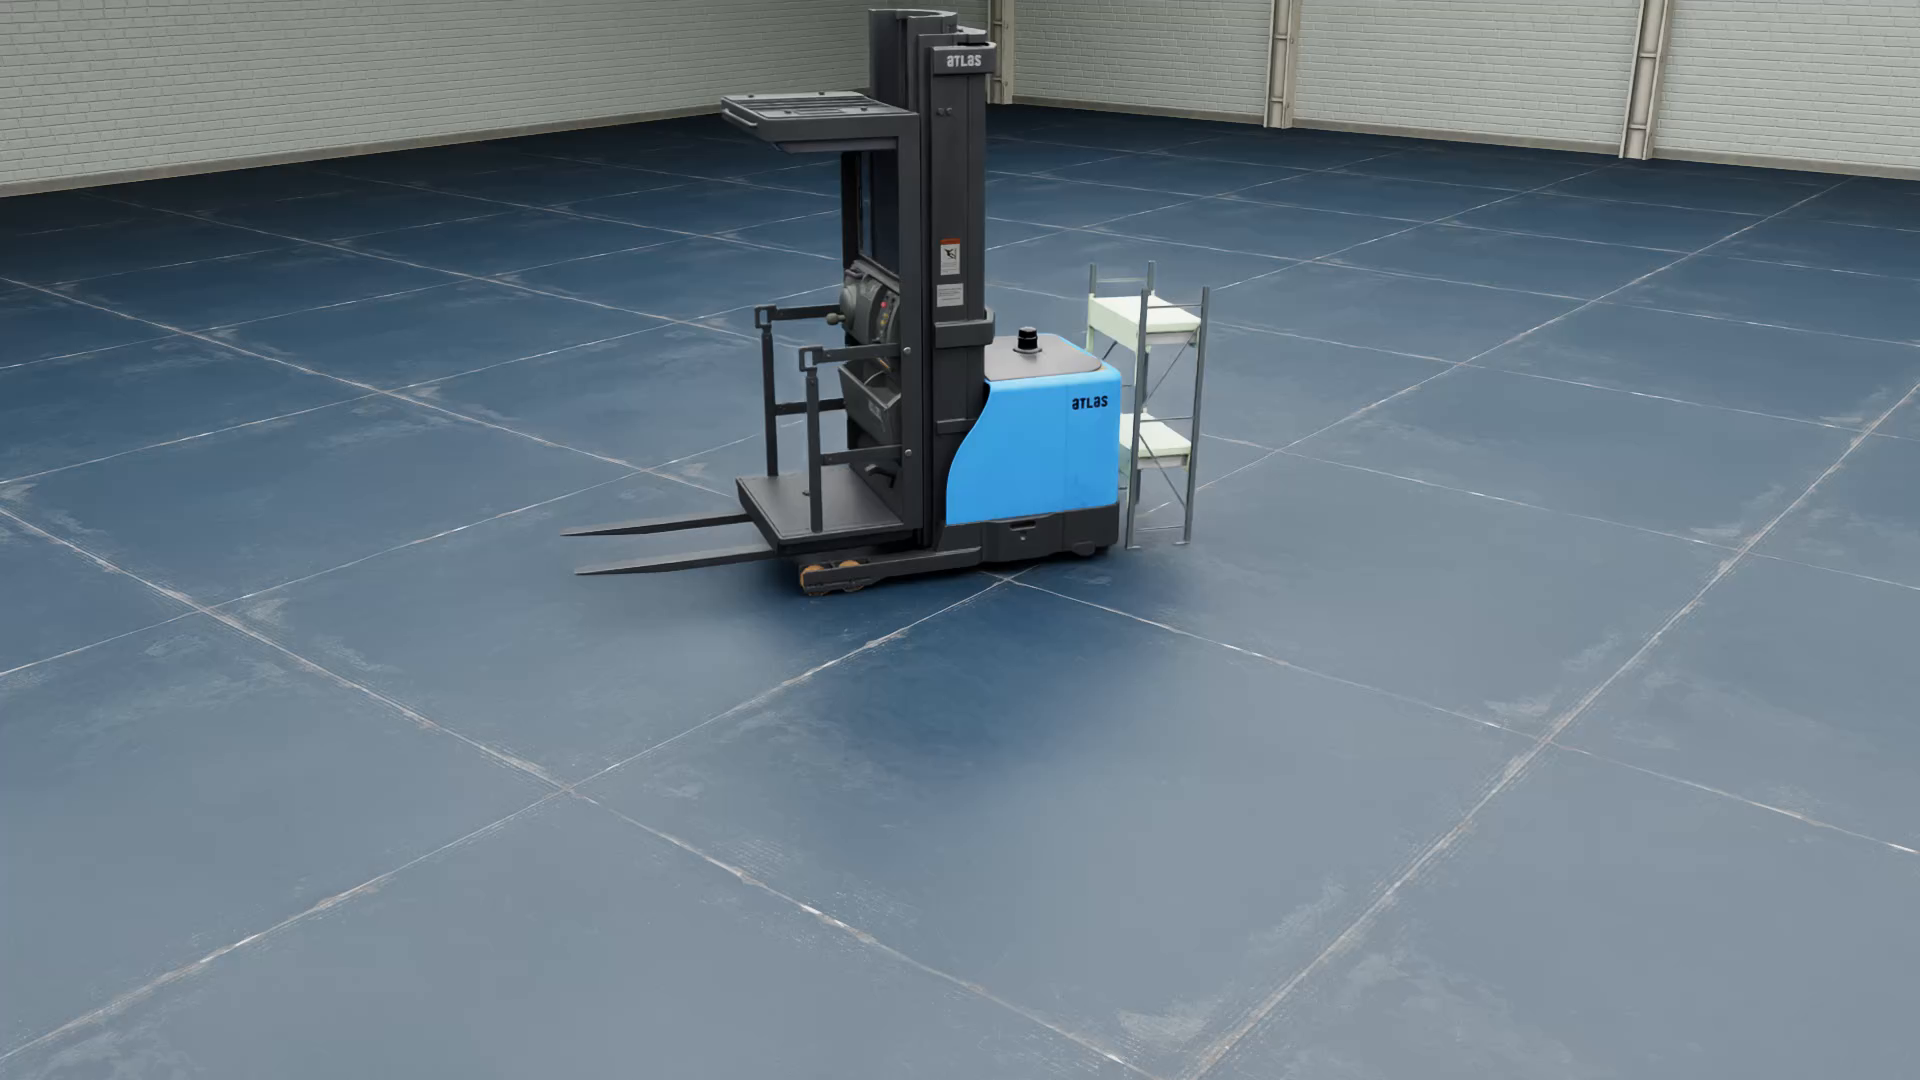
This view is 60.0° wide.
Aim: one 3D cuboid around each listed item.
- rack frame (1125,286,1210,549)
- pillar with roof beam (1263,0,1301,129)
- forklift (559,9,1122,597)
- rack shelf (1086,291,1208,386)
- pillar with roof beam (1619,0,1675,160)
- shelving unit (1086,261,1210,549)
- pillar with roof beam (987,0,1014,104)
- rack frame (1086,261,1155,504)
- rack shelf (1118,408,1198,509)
[{"bbox_3d":[1.156,-0.670,9.302,0.400,1.500,0.023,-5,21,-17],"label":"rack frame"},{"bbox_3d":[2.695,-10.070,23.618,0.400,9.000,9.100,16,26,36],"label":"pillar with roof beam"},{"bbox_3d":[-0.672,-1.278,8.903,3.031,2.935,1.130,-7,22,-18],"label":"forklift"},{"bbox_3d":[1.054,-1.159,9.493,0.431,0.370,0.720,-5,21,-17],"label":"rack shelf"},{"bbox_3d":[7.344,-8.731,20.068,0.400,9.000,9.100,16,26,36],"label":"pillar with roof beam"},{"bbox_3d":[1.044,-0.793,9.628,0.431,1.500,0.755,-5,21,-17],"label":"shelving unit"},{"bbox_3d":[-1.953,-11.408,27.168,0.400,9.000,9.100,16,26,36],"label":"pillar with roof beam"},{"bbox_3d":[0.932,-0.916,9.954,0.400,1.500,0.023,-5,21,-17],"label":"rack frame"},{"bbox_3d":[1.036,-0.487,9.741,0.431,0.370,0.720,-5,21,-17],"label":"rack shelf"}]
